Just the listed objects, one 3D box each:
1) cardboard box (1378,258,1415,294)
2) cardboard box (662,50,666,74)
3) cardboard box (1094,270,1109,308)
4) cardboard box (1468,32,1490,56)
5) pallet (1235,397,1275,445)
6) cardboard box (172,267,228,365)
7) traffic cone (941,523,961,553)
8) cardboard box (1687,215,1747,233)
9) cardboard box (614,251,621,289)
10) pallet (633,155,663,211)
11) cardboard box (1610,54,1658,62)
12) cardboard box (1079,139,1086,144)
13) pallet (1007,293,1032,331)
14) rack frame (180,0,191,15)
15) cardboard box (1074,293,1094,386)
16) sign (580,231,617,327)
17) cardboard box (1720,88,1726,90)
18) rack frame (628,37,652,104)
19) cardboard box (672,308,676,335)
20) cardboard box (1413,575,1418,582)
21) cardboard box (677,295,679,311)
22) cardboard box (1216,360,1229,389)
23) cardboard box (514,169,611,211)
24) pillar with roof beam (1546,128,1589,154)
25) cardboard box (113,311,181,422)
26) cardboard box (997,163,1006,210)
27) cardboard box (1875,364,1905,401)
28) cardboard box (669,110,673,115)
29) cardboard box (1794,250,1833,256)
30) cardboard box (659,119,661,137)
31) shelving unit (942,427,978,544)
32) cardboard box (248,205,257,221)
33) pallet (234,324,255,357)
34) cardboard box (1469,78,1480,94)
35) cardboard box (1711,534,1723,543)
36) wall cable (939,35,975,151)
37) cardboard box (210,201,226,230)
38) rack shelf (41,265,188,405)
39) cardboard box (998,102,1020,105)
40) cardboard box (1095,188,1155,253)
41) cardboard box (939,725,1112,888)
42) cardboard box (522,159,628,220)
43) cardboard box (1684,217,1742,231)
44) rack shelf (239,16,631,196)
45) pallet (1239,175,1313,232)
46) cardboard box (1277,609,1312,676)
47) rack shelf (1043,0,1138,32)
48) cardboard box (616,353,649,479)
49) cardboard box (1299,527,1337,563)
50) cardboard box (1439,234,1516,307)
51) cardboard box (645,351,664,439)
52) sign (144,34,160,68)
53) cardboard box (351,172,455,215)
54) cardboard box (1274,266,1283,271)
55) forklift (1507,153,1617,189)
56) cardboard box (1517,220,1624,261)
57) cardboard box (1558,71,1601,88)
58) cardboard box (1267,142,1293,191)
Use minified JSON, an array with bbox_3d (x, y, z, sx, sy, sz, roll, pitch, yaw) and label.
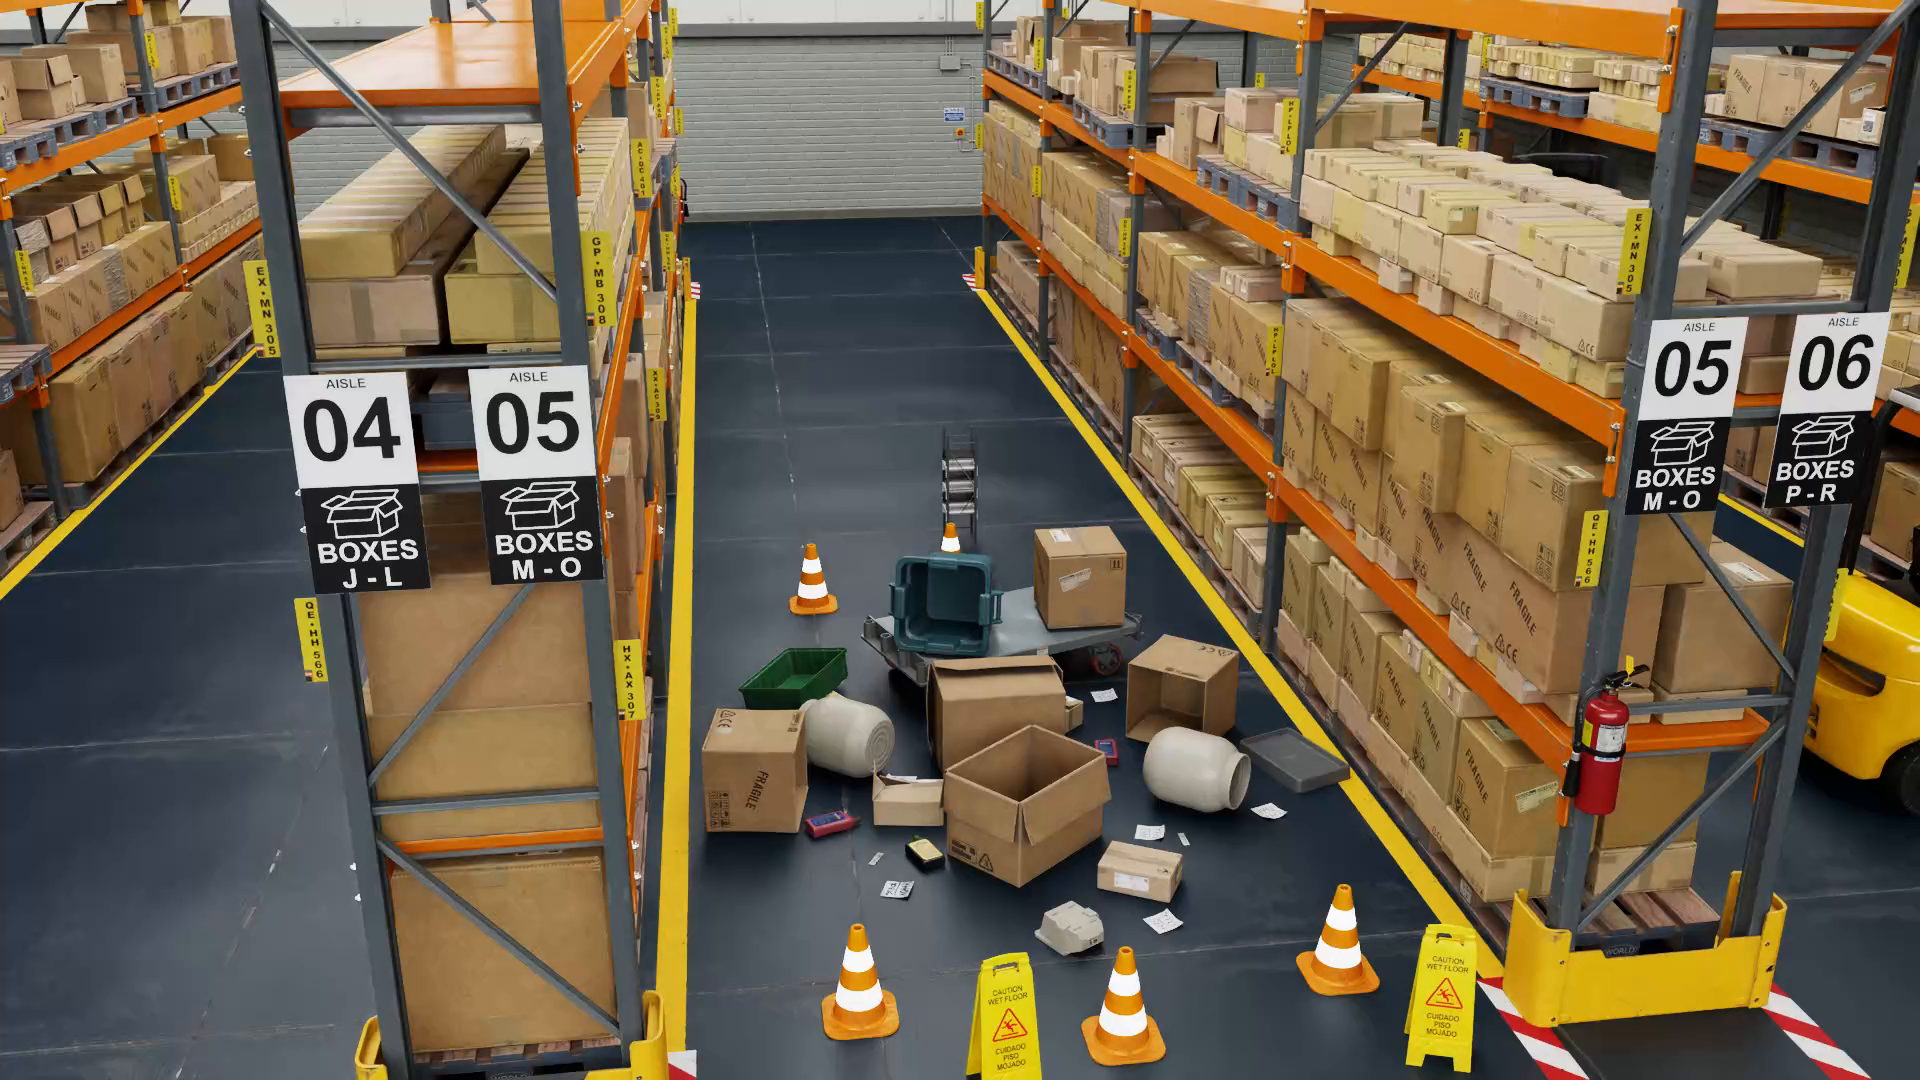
[{"bbox_3d":[2.431,-1.395,8.737,0.380,0.149,0.250,-3,21,-9],"label":"cardboard box"},{"bbox_3d":[-3.407,-5.085,17.756,0.500,0.250,0.500,-3,21,-8],"label":"cardboard box"},{"bbox_3d":[1.534,-2.332,15.386,0.500,0.250,0.500,-3,21,-7],"label":"cardboard box"},{"bbox_3d":[5.977,-5.572,18.634,0.500,0.250,0.500,-3,21,-8],"label":"cardboard box"},{"bbox_3d":[2.563,-0.861,11.509,1.003,0.211,1.213,-3,21,-8],"label":"pallet"},{"bbox_3d":[-8.446,-2.383,17.746,0.875,0.875,0.875,-3,21,-8],"label":"cardboard box"},{"bbox_3d":[-0.066,0.101,12.285,0.336,0.463,0.334,-3,21,-8],"label":"traffic cone"},{"bbox_3d":[6.945,-2.745,15.536,0.500,0.500,0.500,-2,21,-5],"label":"cardboard box"},{"bbox_3d":[-1.729,-1.200,7.472,0.380,0.149,0.250,-3,21,-7],"label":"cardboard box"},{"bbox_3d":[-2.622,-2.489,11.575,1.003,0.211,1.213,-2,21,-5],"label":"pallet"},{"bbox_3d":[6.694,-4.741,16.525,0.380,0.149,0.250,-2,21,-6],"label":"cardboard box"},{"bbox_3d":[1.535,-4.478,18.420,0.380,0.149,0.250,-3,21,-7],"label":"cardboard box"},{"bbox_3d":[1.165,-2.833,20.500,1.003,0.211,1.213,-3,21,-8],"label":"pallet"},{"bbox_3d":[-9.007,-7.144,19.483,1.000,3.000,0.127,-3,21,-8],"label":"rack frame"},{"bbox_3d":[1.683,-2.127,17.061,0.875,0.875,0.875,-2,21,-6],"label":"cardboard box"},{"bbox_3d":[-1.228,-0.887,5.654,0.100,0.325,0.005,-3,21,-8],"label":"sign"},{"bbox_3d":[7.048,-3.976,14.931,0.380,0.149,0.250,-3,21,-7],"label":"cardboard box"},{"bbox_3d":[-2.931,-4.590,12.643,1.000,3.000,0.127,-3,21,-8],"label":"rack frame"},{"bbox_3d":[-3.089,-2.117,16.499,0.500,0.250,0.500,-2,21,-5],"label":"cardboard box"},{"bbox_3d":[2.639,0.175,8.820,0.380,0.149,0.250,-3,21,-8],"label":"cardboard box"},{"bbox_3d":[-3.465,-2.753,19.348,0.380,0.149,0.250,-3,21,-8],"label":"cardboard box"},{"bbox_3d":[2.049,-1.190,11.874,0.380,0.149,0.250,-3,21,-7],"label":"cardboard box"},{"bbox_3d":[-1.693,-1.486,7.096,0.380,0.149,0.250,-3,21,-8],"label":"cardboard box"},{"bbox_3d":[2.819,-6.580,17.973,9.100,9.000,0.400,-3,21,-8],"label":"pillar with roof beam"},{"bbox_3d":[-8.189,-1.620,15.704,1.225,0.875,0.875,-4,21,-10],"label":"cardboard box"},{"bbox_3d":[0.741,-4.349,20.431,0.500,0.500,0.500,-3,21,-8],"label":"cardboard box"},{"bbox_3d":[7.031,-1.195,12.344,0.500,0.250,0.500,-3,21,-8],"label":"cardboard box"},{"bbox_3d":[-3.699,-4.882,20.004,0.500,0.500,0.500,-4,21,-10],"label":"cardboard box"},{"bbox_3d":[7.236,-2.386,14.248,0.380,0.149,0.250,-3,21,-8],"label":"cardboard box"},{"bbox_3d":[-2.906,-3.788,14.641,0.500,0.500,0.500,-3,21,-8],"label":"cardboard box"},{"bbox_3d":[-0.001,-0.424,13.066,0.258,0.900,0.210,-3,21,-8],"label":"shelving unit"},{"bbox_3d":[-8.520,-3.846,19.585,0.380,0.149,0.250,-3,21,-7],"label":"cardboard box"},{"bbox_3d":[-8.642,-2.333,19.161,1.003,0.211,1.213,-3,21,-8],"label":"pallet"},{"bbox_3d":[5.943,-5.097,18.649,0.380,0.149,0.250,-3,21,-8],"label":"cardboard box"},{"bbox_3d":[3.234,0.163,7.926,0.500,0.500,0.500,-2,21,-6],"label":"cardboard box"},{"bbox_3d":[-0.036,-7.275,26.912,0.585,1.953,0.123,-3,21,-8],"label":"wall cable"},{"bbox_3d":[-8.386,-3.545,18.211,0.500,0.250,0.500,-2,21,-6],"label":"cardboard box"},{"bbox_3d":[-8.142,-1.920,15.097,1.077,0.370,4.000,-3,21,-8],"label":"rack shelf"},{"bbox_3d":[0.685,-5.429,20.965,0.380,0.149,0.250,-2,21,-6],"label":"cardboard box"},{"bbox_3d":[1.537,-2.922,15.181,0.500,0.500,0.500,-3,21,-7],"label":"cardboard box"},{"bbox_3d":[0.348,1.395,8.762,0.637,0.503,0.797,17,27,39],"label":"cardboard box"},{"bbox_3d":[-1.957,-1.780,8.453,0.500,0.250,0.500,-3,21,-8],"label":"cardboard box"},{"bbox_3d":[3.267,-1.355,7.490,0.380,0.149,0.250,-3,21,-8],"label":"cardboard box"},{"bbox_3d":[-2.066,-1.988,7.277,1.077,0.370,4.000,-3,21,-8],"label":"rack shelf"},{"bbox_3d":[2.546,-2.215,10.842,1.213,0.211,1.003,-3,21,-8],"label":"pallet"},{"bbox_3d":[2.347,0.630,10.571,0.500,0.250,0.500,-4,21,-10],"label":"cardboard box"},{"bbox_3d":[1.664,-5.042,15.455,1.077,0.370,4.000,-3,21,-8],"label":"rack shelf"},{"bbox_3d":[-2.141,-0.656,8.929,0.875,0.550,0.550,-3,21,-8],"label":"cardboard box"},{"bbox_3d":[2.306,0.021,10.202,0.380,0.149,0.250,-3,21,-7],"label":"cardboard box"},{"bbox_3d":[2.615,-1.285,7.873,0.500,0.250,0.500,-2,21,-6],"label":"cardboard box"},{"bbox_3d":[-2.307,-0.985,11.423,0.500,0.500,0.500,-3,21,-8],"label":"cardboard box"},{"bbox_3d":[-7.895,-4.775,16.237,0.100,0.325,0.005,-3,21,-8],"label":"sign"},{"bbox_3d":[-2.345,-1.454,7.010,0.380,0.149,0.250,-3,21,-9],"label":"cardboard box"},{"bbox_3d":[2.530,-1.761,12.476,0.500,0.500,0.500,-4,21,-10],"label":"cardboard box"},{"bbox_3d":[4.628,-1.386,12.739,1.130,2.935,3.031,-3,21,-8],"label":"forklift"},{"bbox_3d":[2.725,-1.326,7.413,0.380,0.149,0.250,-3,21,-7],"label":"cardboard box"},{"bbox_3d":[6.184,-4.577,16.513,0.380,0.149,0.250,-2,21,-7],"label":"cardboard box"},{"bbox_3d":[2.302,-2.406,10.697,0.500,0.250,0.500,-3,21,-9],"label":"cardboard box"}]
